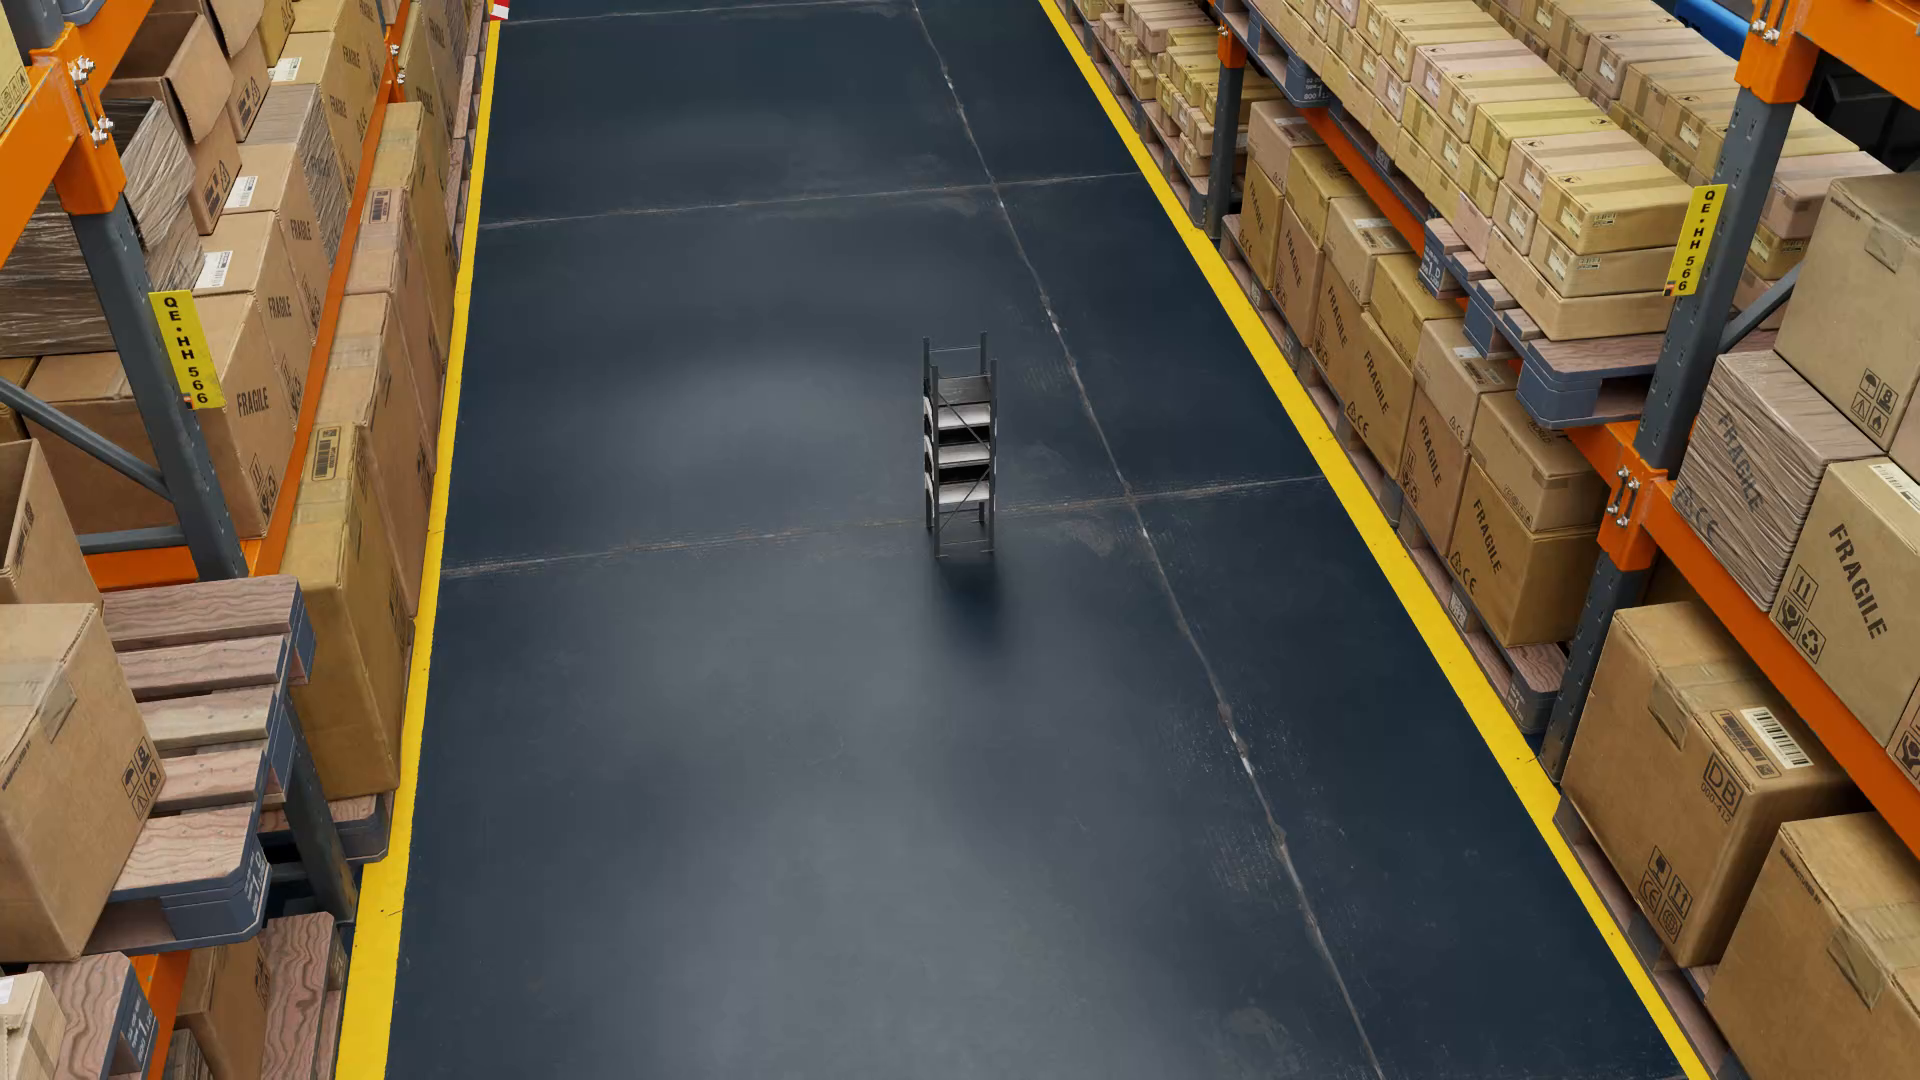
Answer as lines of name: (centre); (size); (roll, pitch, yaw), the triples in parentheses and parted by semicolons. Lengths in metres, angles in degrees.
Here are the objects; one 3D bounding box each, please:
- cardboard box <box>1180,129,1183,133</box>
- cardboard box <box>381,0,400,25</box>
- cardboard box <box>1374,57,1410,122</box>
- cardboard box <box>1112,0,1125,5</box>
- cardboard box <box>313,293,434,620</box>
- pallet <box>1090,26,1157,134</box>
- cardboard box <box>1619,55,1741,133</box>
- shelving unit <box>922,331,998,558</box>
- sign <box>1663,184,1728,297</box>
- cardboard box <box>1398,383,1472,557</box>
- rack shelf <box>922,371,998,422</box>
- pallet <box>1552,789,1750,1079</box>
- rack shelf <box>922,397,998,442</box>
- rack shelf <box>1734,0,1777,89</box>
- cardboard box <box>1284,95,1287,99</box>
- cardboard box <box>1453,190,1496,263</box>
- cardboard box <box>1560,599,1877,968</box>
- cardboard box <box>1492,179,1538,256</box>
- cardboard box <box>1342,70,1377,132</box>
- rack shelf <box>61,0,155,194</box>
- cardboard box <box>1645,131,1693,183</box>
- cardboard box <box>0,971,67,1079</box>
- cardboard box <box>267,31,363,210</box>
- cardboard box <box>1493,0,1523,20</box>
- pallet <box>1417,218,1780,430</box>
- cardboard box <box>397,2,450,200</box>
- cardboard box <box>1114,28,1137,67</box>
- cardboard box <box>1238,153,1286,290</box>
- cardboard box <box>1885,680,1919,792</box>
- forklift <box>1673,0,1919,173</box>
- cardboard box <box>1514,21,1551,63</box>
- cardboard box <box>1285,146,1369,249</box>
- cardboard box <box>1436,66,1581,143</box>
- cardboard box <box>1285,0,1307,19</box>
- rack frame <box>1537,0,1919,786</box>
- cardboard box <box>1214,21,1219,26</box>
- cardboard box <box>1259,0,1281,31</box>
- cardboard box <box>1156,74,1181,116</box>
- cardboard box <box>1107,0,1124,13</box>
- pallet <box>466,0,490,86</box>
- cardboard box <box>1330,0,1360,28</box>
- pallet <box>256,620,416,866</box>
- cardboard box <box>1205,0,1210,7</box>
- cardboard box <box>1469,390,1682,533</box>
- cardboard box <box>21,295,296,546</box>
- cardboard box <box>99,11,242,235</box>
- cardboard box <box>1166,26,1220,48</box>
cardboard box: (1.435, -2.260, 9.196); (0.380, 0.149, 0.250); (-5, 38, -7)
cardboard box: (-2.823, -2.497, 7.723); (0.380, 0.149, 0.250); (-6, 38, -8)
cardboard box: (1.741, -1.650, 6.049); (0.380, 0.149, 0.250); (-5, 38, -7)
cardboard box: (1.109, -3.399, 10.177); (0.380, 0.149, 0.250); (-6, 38, -7)
cardboard box: (-2.646, -0.250, 6.017); (1.225, 0.875, 0.875); (-6, 38, -8)
pallet: (1.433, -2.893, 10.302); (1.003, 0.211, 1.213); (-6, 38, -8)
cardboard box: (2.479, -1.510, 5.626); (0.380, 0.149, 0.250); (-8, 39, -10)
shelving unit: (-0.001, -0.360, 6.480); (0.258, 0.900, 0.210); (-6, 38, -8)
sign: (1.971, -0.800, 4.455); (0.100, 0.325, 0.005); (-6, 38, -8)
cardboard box: (2.044, -0.300, 6.386); (0.500, 0.500, 0.500); (-5, 38, -6)
rack shelf: (-0.001, -0.547, 6.335); (0.258, 0.077, 0.200); (-6, 38, -8)
pallet: (2.568, 1.148, 5.101); (1.003, 0.211, 1.213); (-6, 38, -8)
rack shelf: (-0.001, -0.476, 6.390); (0.258, 0.077, 0.200); (-6, 38, -8)
rack shelf: (2.153, -2.546, 5.724); (1.077, 0.370, 4.000); (-6, 38, -8)
cardboard box: (1.946, -2.359, 8.838); (0.380, 0.149, 0.250); (-5, 38, -6)
cardboard box: (1.877, -1.058, 5.530); (0.380, 0.149, 0.250); (-6, 38, -7)
cardboard box: (2.522, 0.662, 4.944); (1.050, 0.750, 0.750); (-7, 38, -9)
cardboard box: (1.920, -1.032, 5.254); (0.380, 0.149, 0.250); (-5, 38, -6)
cardboard box: (1.694, -1.692, 6.346); (0.380, 0.149, 0.250); (-8, 39, -10)
rack shelf: (-2.748, -2.074, 5.116); (1.077, 0.370, 4.000); (-6, 38, -8)
cardboard box: (2.517, -1.260, 5.547); (0.380, 0.149, 0.250); (-7, 38, -9)
cardboard box: (-1.839, 0.900, 2.914); (0.396, 0.266, 0.258); (-7, 38, -9)
cardboard box: (-2.569, -1.553, 6.223); (0.500, 0.500, 0.500); (-7, 38, -8)
cardboard box: (2.293, -2.147, 6.446); (0.380, 0.149, 0.250); (-8, 39, -10)
pallet: (2.274, -0.781, 5.467); (1.213, 0.211, 1.003); (-6, 38, -8)
cardboard box: (-3.135, -2.115, 8.418); (0.875, 0.875, 0.875); (-6, 38, -8)
cardboard box: (1.162, -3.026, 10.182); (0.380, 0.149, 0.250); (-6, 38, -8)
cardboard box: (1.671, -1.558, 8.005); (0.500, 0.500, 0.500); (-5, 38, -6)
cardboard box: (2.497, 0.434, 3.664); (0.500, 0.500, 0.500); (-6, 38, -8)
forklift: (4.596, -2.421, 7.478); (1.130, 2.935, 3.031); (-8, 39, -10)
cardboard box: (2.338, -1.876, 6.339); (0.380, 0.149, 0.250); (-5, 38, -6)
cardboard box: (1.768, -1.533, 7.362); (0.500, 0.250, 0.500); (-5, 38, -7)
cardboard box: (1.828, -1.457, 5.558); (0.380, 0.149, 0.250); (-5, 38, -7)
cardboard box: (1.558, -2.281, 6.862); (0.380, 0.149, 0.250); (-8, 39, -10)
rack frame: (2.504, -0.438, 4.869); (1.000, 3.000, 0.127); (-6, 38, -8)
cardboard box: (1.773, -3.194, 10.155); (0.380, 0.149, 0.250); (-6, 38, -7)
cardboard box: (1.513, -2.315, 7.147); (0.380, 0.149, 0.250); (-6, 38, -8)
cardboard box: (1.310, -2.489, 9.248); (0.380, 0.149, 0.250); (-7, 38, -10)
cardboard box: (1.141, -3.457, 10.494); (0.380, 0.149, 0.250); (-8, 39, -10)
pallet: (-3.582, -3.222, 10.725); (1.003, 0.211, 1.213); (-6, 38, -8)
cardboard box: (1.646, -2.087, 6.369); (0.380, 0.149, 0.250); (-5, 38, -6)
pallet: (-2.461, 0.651, 5.739); (1.003, 0.211, 1.213); (-6, 38, -8)
cardboard box: (1.697, -3.306, 10.057); (0.380, 0.149, 0.250); (-6, 38, -8)
cardboard box: (2.126, -0.298, 5.772); (0.500, 0.250, 0.500); (-7, 38, -9)
cardboard box: (-2.214, -0.328, 4.645); (0.500, 0.500, 0.500); (-5, 38, -7)
cardboard box: (-2.621, -1.238, 5.000); (0.797, 0.503, 0.637); (-5, 38, -7)
cardboard box: (1.381, -2.780, 9.381); (0.380, 0.149, 0.250); (-5, 38, -6)
